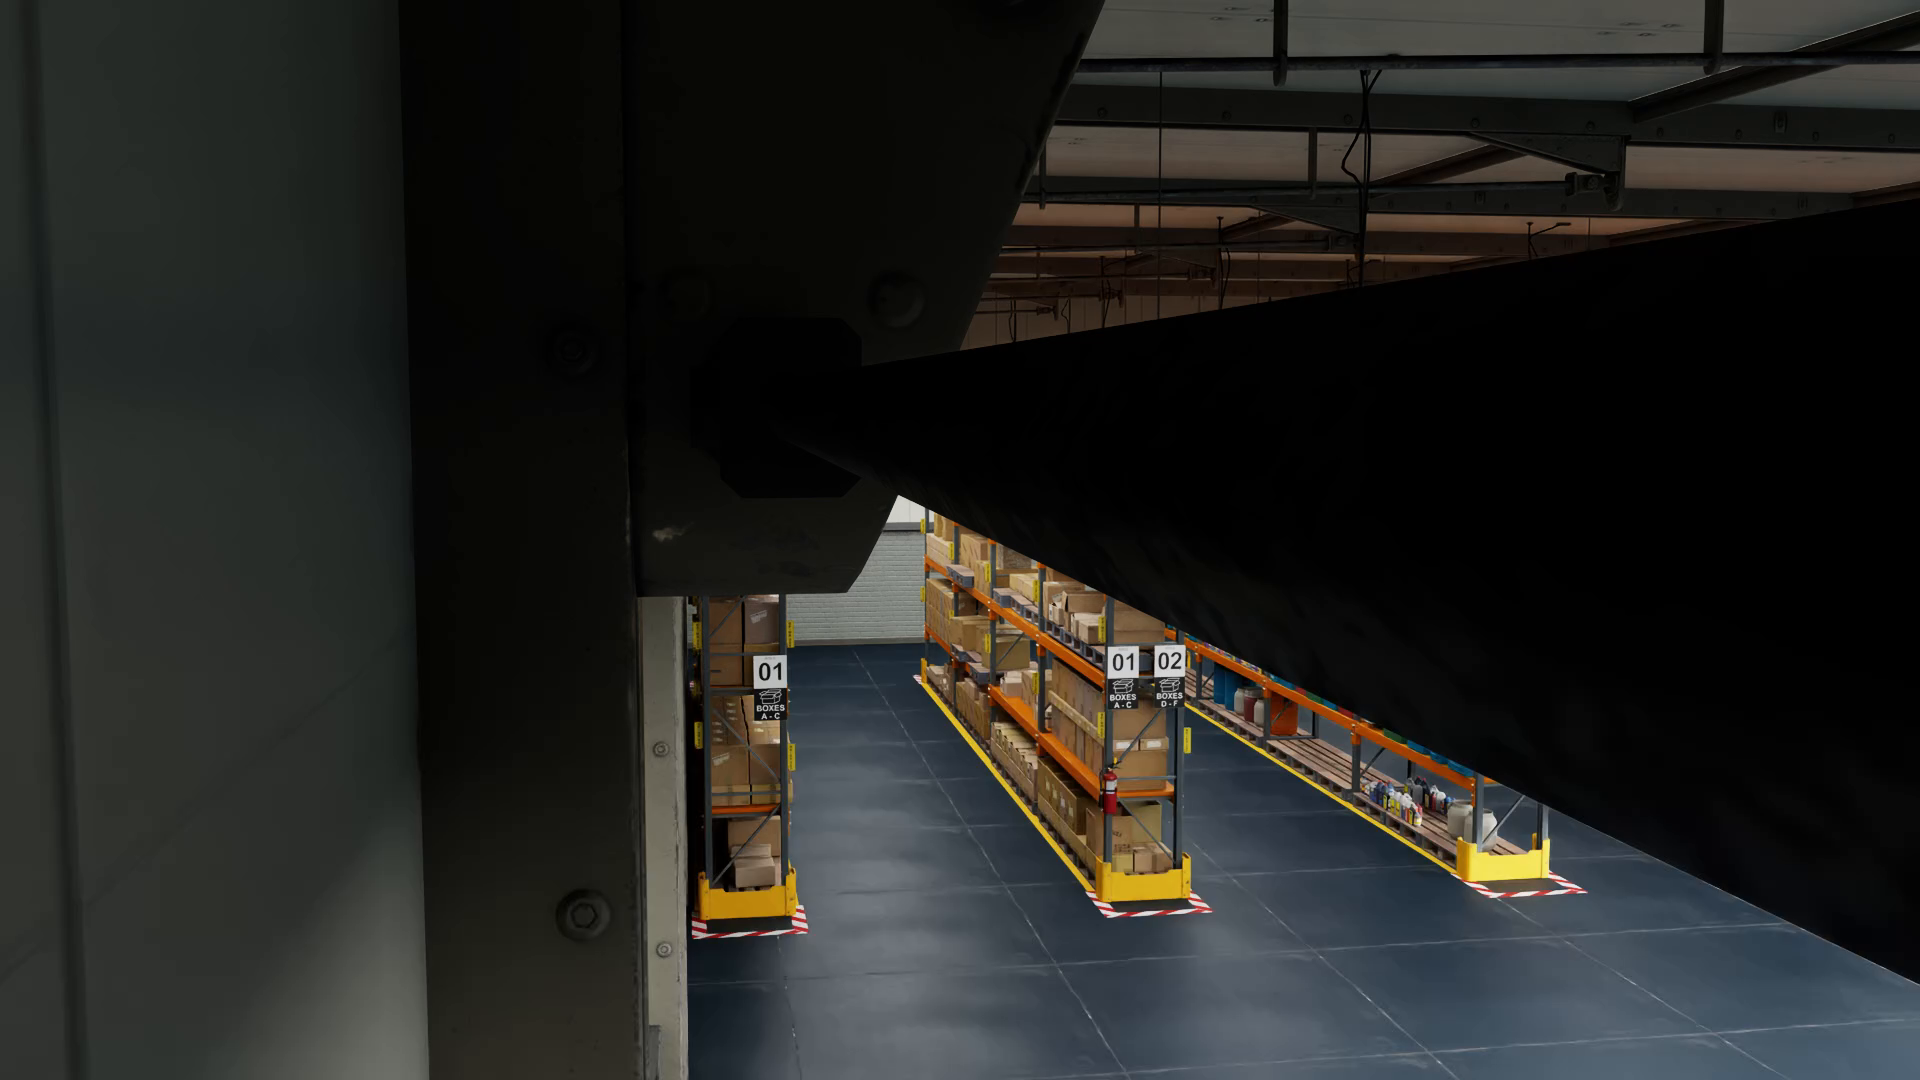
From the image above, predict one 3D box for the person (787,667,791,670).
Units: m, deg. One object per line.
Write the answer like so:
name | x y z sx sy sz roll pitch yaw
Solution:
person | -4.404 2.135 38.006 1.130 1.709 0.523 0 5 4
